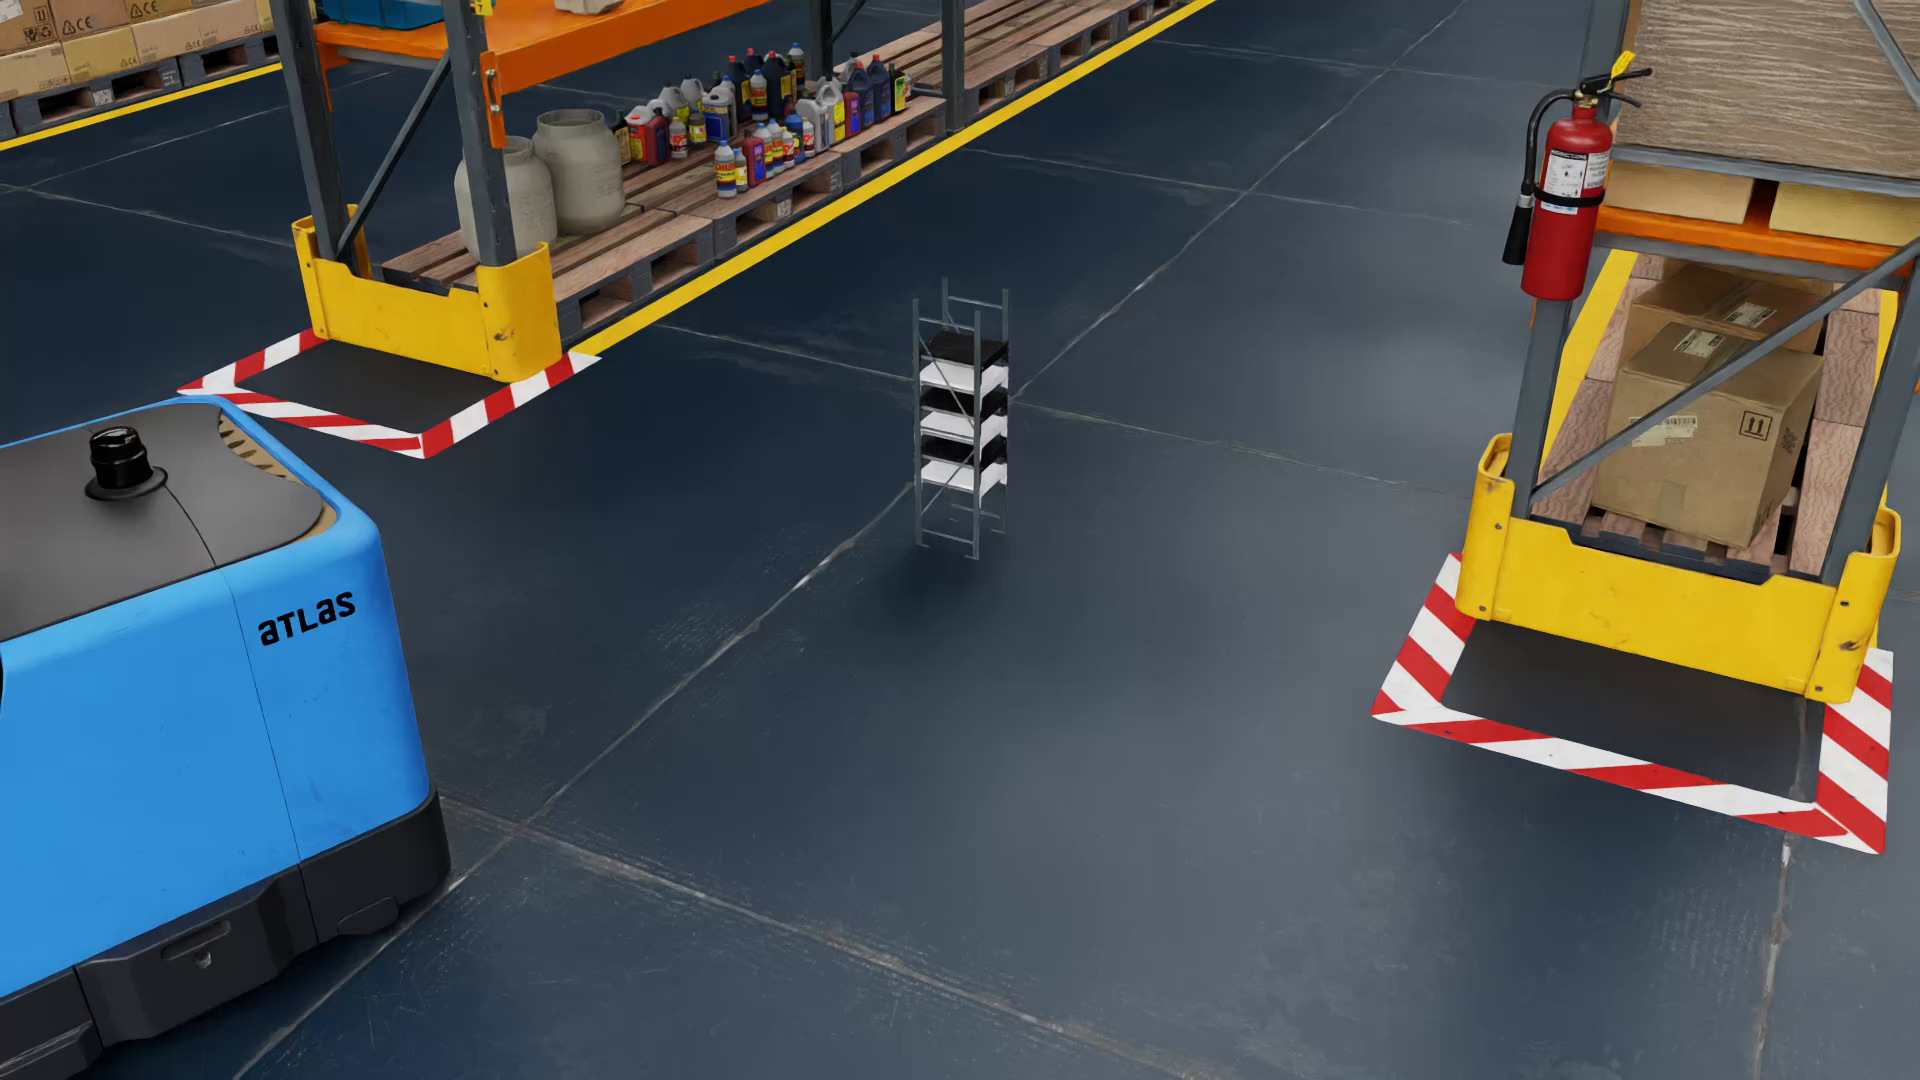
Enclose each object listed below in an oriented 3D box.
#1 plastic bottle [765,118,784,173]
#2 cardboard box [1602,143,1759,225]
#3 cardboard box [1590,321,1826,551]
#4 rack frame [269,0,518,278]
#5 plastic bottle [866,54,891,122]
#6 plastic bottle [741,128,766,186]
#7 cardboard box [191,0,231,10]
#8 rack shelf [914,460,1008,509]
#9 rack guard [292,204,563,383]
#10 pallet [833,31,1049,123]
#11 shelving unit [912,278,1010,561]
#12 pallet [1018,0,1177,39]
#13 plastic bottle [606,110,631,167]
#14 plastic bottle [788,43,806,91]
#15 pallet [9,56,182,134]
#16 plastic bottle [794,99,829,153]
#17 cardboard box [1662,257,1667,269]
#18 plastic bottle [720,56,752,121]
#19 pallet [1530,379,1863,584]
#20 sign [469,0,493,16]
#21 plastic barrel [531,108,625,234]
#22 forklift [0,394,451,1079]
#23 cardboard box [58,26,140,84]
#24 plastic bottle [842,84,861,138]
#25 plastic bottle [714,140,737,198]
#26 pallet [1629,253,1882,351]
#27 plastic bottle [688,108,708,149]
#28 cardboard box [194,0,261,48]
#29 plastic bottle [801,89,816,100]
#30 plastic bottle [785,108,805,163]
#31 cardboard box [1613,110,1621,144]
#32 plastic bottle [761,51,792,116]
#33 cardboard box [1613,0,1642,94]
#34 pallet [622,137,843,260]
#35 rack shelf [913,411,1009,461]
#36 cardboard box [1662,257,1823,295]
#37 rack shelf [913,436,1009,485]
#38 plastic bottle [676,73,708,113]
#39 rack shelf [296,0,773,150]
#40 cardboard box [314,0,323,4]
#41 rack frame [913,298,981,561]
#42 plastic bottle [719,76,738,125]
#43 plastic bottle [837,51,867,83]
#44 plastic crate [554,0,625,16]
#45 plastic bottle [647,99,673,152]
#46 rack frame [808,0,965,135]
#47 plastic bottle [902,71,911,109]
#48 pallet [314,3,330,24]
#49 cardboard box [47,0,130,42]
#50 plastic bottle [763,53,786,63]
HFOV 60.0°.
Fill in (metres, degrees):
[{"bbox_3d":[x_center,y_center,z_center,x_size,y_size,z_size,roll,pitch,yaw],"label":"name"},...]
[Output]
[{"bbox_3d":[-0.963,-2.041,8.590,0.097,0.271,0.097,0,30,0],"label":"plastic bottle"},{"bbox_3d":[2.088,-1.045,4.810,0.380,0.149,0.250,14,33,23],"label":"cardboard box"},{"bbox_3d":[2.441,-0.352,5.439,0.500,0.500,0.500,21,36,32],"label":"cardboard box"},{"bbox_3d":[-2.268,-2.104,6.402,1.000,3.000,0.127,14,33,23],"label":"rack frame"},{"bbox_3d":[-0.482,-2.569,9.429,0.144,0.351,0.185,13,32,22],"label":"plastic bottle"},{"bbox_3d":[-1.045,-1.946,8.413,0.061,0.283,0.133,15,33,24],"label":"plastic bottle"},{"bbox_3d":[-5.108,-3.844,11.017,0.500,0.500,0.500,14,33,23],"label":"cardboard box"},{"bbox_3d":[0.004,-0.209,5.638,0.258,0.077,0.200,14,33,23],"label":"rack shelf"},{"bbox_3d":[-2.275,-1.065,7.102,1.175,0.500,0.348,14,33,23],"label":"rack guard"},{"bbox_3d":[-0.122,-3.025,10.806,1.003,0.211,1.213,14,33,23],"label":"pallet"},{"bbox_3d":[0.004,-0.394,5.532,0.258,0.900,0.210,14,33,23],"label":"shelving unit"},{"bbox_3d":[0.989,-4.107,12.690,1.003,0.211,1.213,14,33,23],"label":"pallet"},{"bbox_3d":[-1.784,-2.087,8.657,0.061,0.283,0.133,15,33,24],"label":"plastic bottle"},{"bbox_3d":[-0.981,-2.843,9.987,0.097,0.271,0.097,0,30,0],"label":"plastic bottle"},{"bbox_3d":[-5.807,-2.908,10.601,1.003,0.211,1.213,14,33,23],"label":"pallet"},{"bbox_3d":[-0.794,-2.237,8.926,0.152,0.276,0.135,15,33,24],"label":"plastic bottle"},{"bbox_3d":[3.492,-1.428,7.313,0.500,0.500,0.500,-26,39,-37],"label":"cardboard box"},{"bbox_3d":[-1.269,-2.572,9.435,0.144,0.351,0.185,13,32,21],"label":"plastic bottle"},{"bbox_3d":[2.578,-0.157,5.812,1.003,0.211,1.213,14,33,23],"label":"pallet"},{"bbox_3d":[-1.780,-2.098,6.113,0.100,0.325,0.005,14,33,23],"label":"sign"},{"bbox_3d":[-1.808,-1.739,7.842,0.421,0.512,0.421,0,30,0],"label":"plastic barrel"},{"bbox_3d":[-2.714,-0.070,2.929,3.031,2.935,1.130,-24,38,-35],"label":"forklift"},{"bbox_3d":[-5.548,-3.071,10.425,0.500,0.250,0.500,14,33,23],"label":"cardboard box"},{"bbox_3d":[-0.607,-2.373,9.156,0.061,0.283,0.133,17,34,27],"label":"plastic bottle"},{"bbox_3d":[-1.164,-1.845,8.249,0.097,0.271,0.097,0,30,0],"label":"plastic bottle"},{"bbox_3d":[3.689,-1.239,7.695,1.003,0.211,1.213,14,33,23],"label":"pallet"},{"bbox_3d":[-1.420,-2.229,8.987,0.097,0.201,0.097,0,30,0],"label":"plastic bottle"},{"bbox_3d":[-5.107,-3.518,11.203,0.500,0.250,0.500,14,33,23],"label":"cardboard box"},{"bbox_3d":[-0.820,-2.323,9.069,0.061,0.283,0.133,14,33,23],"label":"plastic bottle"},{"bbox_3d":[-0.870,-2.131,8.747,0.097,0.271,0.097,0,30,0],"label":"plastic bottle"},{"bbox_3d":[2.270,-1.278,5.216,0.380,0.149,0.250,14,33,23],"label":"cardboard box"},{"bbox_3d":[-1.054,-2.623,9.524,0.144,0.351,0.185,14,33,23],"label":"plastic bottle"},{"bbox_3d":[2.537,-1.639,5.194,0.875,0.500,0.500,14,33,23],"label":"cardboard box"},{"bbox_3d":[-1.343,-1.837,8.737,1.003,0.211,1.213,14,33,23],"label":"pallet"},{"bbox_3d":[0.004,-0.365,5.549,0.258,0.077,0.200,14,33,23],"label":"rack shelf"},{"bbox_3d":[2.985,-0.898,6.390,0.500,0.500,0.500,18,34,28],"label":"cardboard box"},{"bbox_3d":[0.004,-0.287,5.594,0.258,0.077,0.200,14,33,23],"label":"rack shelf"},{"bbox_3d":[-1.462,-2.384,9.107,0.144,0.351,0.185,14,33,23],"label":"plastic bottle"},{"bbox_3d":[-1.357,-2.679,8.125,1.077,0.370,4.000,14,33,23],"label":"rack shelf"},{"bbox_3d":[-4.449,-4.115,12.243,0.500,0.250,0.500,13,33,22],"label":"cardboard box"},{"bbox_3d":[-0.043,-0.349,5.454,0.240,0.900,0.006,14,33,23],"label":"rack frame"},{"bbox_3d":[-1.302,-2.464,9.327,0.097,0.271,0.097,0,30,0],"label":"plastic bottle"},{"bbox_3d":[-0.611,-2.601,9.486,0.144,0.351,0.185,14,33,23],"label":"plastic bottle"},{"bbox_3d":[-1.574,-2.314,7.032,0.298,0.136,0.250,14,33,23],"label":"plastic crate"},{"bbox_3d":[-1.619,-2.195,8.853,0.152,0.276,0.135,13,32,22],"label":"plastic bottle"},{"bbox_3d":[-0.445,-3.877,9.490,1.000,3.000,0.127,14,33,23],"label":"rack frame"},{"bbox_3d":[-0.333,-2.623,9.674,0.097,0.201,0.097,0,30,0],"label":"plastic bottle"},{"bbox_3d":[-4.552,-4.129,12.728,1.003,0.211,1.213,14,33,23],"label":"pallet"},{"bbox_3d":[-5.547,-3.396,10.238,0.500,0.500,0.500,14,33,23],"label":"cardboard box"},{"bbox_3d":[-1.104,-2.696,9.726,0.152,0.276,0.135,16,33,25],"label":"plastic bottle"}]
